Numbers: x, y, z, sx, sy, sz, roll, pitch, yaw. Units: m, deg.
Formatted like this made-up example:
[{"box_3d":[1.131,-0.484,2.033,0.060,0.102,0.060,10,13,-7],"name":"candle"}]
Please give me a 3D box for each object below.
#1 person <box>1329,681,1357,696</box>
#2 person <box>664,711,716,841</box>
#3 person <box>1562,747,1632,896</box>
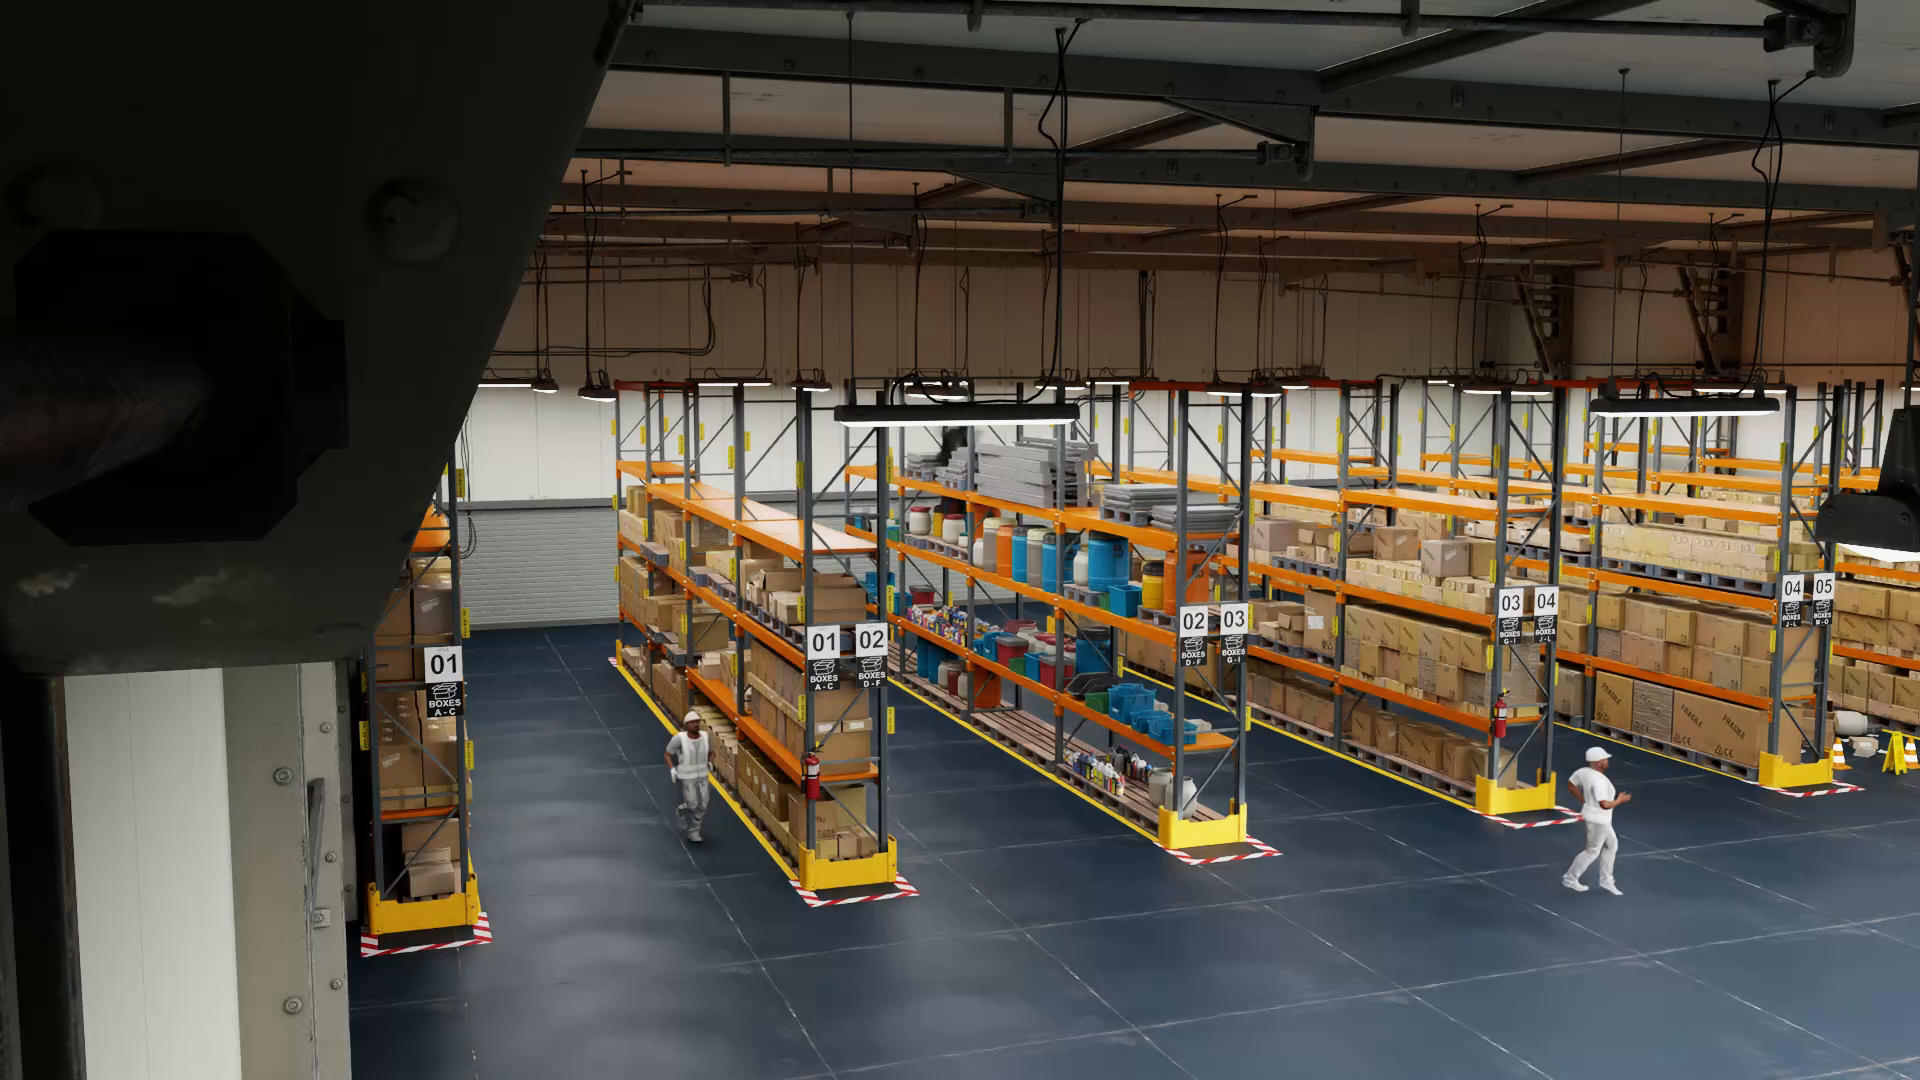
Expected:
[{"box_3d":[7.167,2.241,31.024,0.534,1.619,0.812,-2,6,-21],"name":"person"},{"box_3d":[-3.527,3.139,22.051,0.684,1.732,0.594,-4,7,-32],"name":"person"},{"box_3d":[7.564,3.316,19.761,0.733,1.737,0.677,1,6,10],"name":"person"}]
